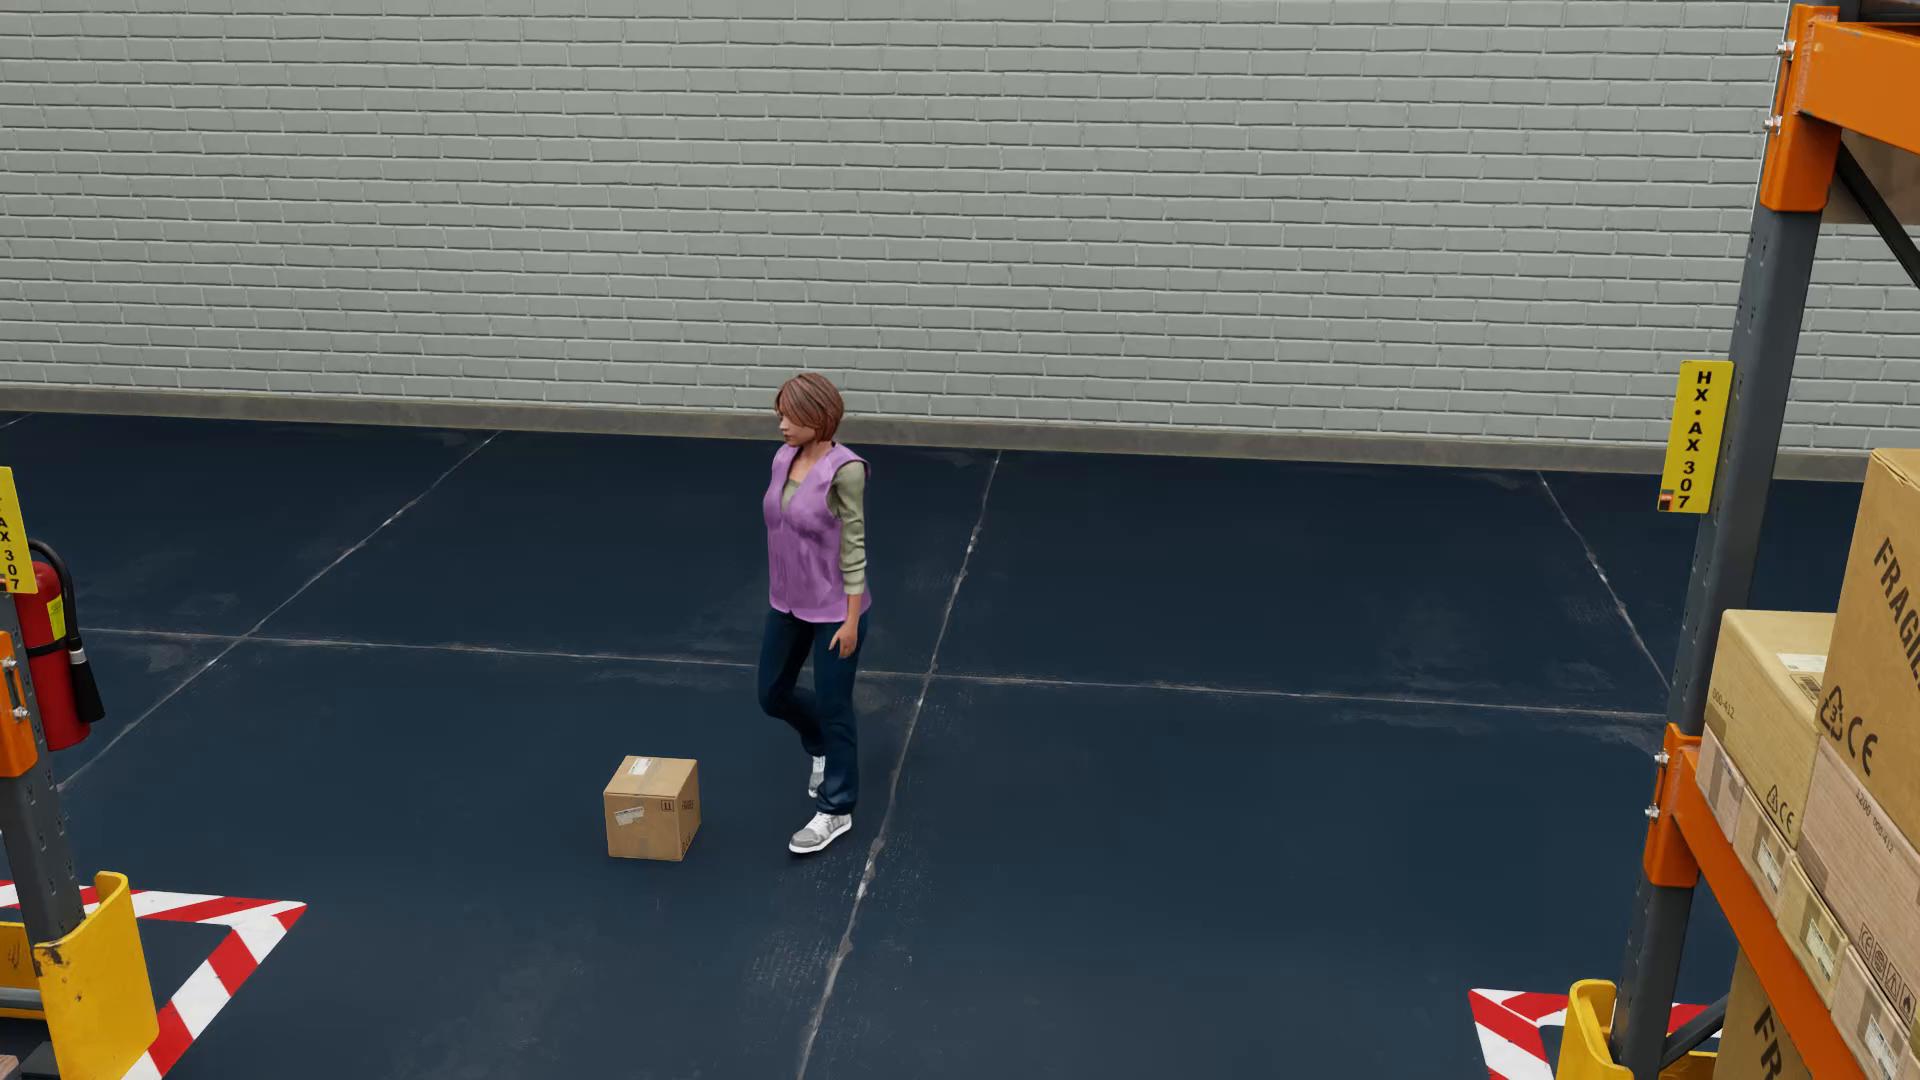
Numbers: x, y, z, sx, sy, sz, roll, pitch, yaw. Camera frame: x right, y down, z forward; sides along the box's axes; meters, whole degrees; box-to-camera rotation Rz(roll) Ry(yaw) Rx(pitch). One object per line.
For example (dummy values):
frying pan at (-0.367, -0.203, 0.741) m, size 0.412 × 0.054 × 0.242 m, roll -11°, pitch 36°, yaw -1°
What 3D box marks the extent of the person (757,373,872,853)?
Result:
person at (-0.460, 0.229, 5.498) m, size 0.424 × 1.599 × 0.497 m, roll 16°, pitch 27°, yaw 35°
